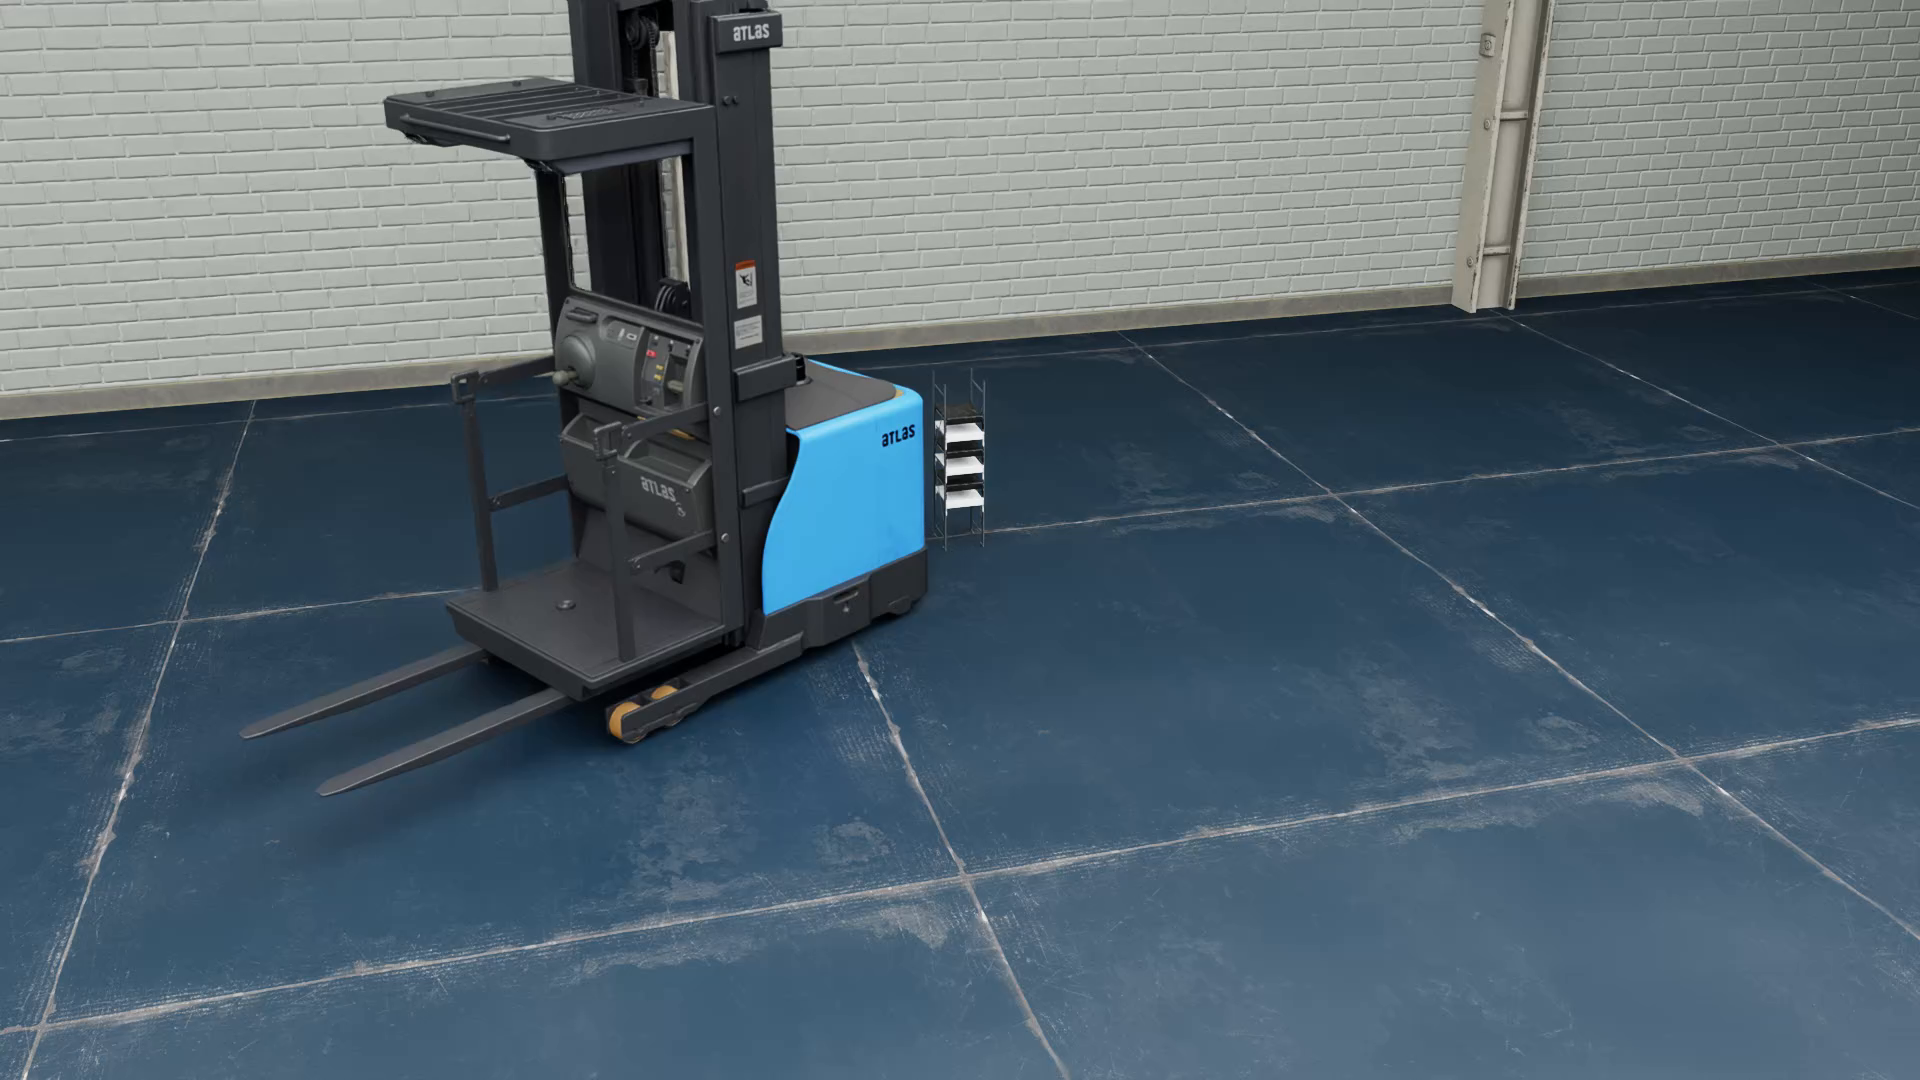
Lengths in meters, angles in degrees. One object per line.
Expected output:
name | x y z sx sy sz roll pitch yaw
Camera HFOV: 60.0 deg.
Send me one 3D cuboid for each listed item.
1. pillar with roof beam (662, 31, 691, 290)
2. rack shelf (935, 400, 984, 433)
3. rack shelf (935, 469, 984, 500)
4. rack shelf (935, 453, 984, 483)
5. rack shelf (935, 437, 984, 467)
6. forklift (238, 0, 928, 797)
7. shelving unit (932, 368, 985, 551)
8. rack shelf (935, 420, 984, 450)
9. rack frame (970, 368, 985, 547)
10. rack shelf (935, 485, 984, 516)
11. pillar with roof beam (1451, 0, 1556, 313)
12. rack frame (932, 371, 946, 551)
pillar with roof beam | -0.528 -3.696 5.951 0.400 9.000 9.100 -6 24 -14
rack shelf | -0.008 -0.630 8.477 0.200 0.077 0.258 -6 24 -14
rack shelf | -0.008 -0.299 8.619 0.200 0.077 0.258 -6 24 -14
rack shelf | -0.008 -0.382 8.584 0.200 0.077 0.258 -6 24 -14
rack shelf | -0.008 -0.465 8.548 0.200 0.077 0.258 -6 24 -14
forklift | -1.524 -0.741 6.760 1.130 2.935 3.031 20 30 39
shelving unit | -0.008 -0.413 8.571 0.210 0.900 0.258 -6 24 -14
rack shelf | -0.008 -0.547 8.513 0.200 0.077 0.258 -6 24 -14
rack frame | 0.090 -0.424 8.596 0.006 0.900 0.240 -6 24 -14
rack shelf | -0.008 -0.217 8.655 0.200 0.077 0.258 -6 24 -14
pillar with roof beam | 5.249 -4.335 7.441 0.400 9.000 9.100 -6 24 -14
rack frame | -0.106 -0.402 8.545 0.006 0.900 0.240 -6 24 -14
